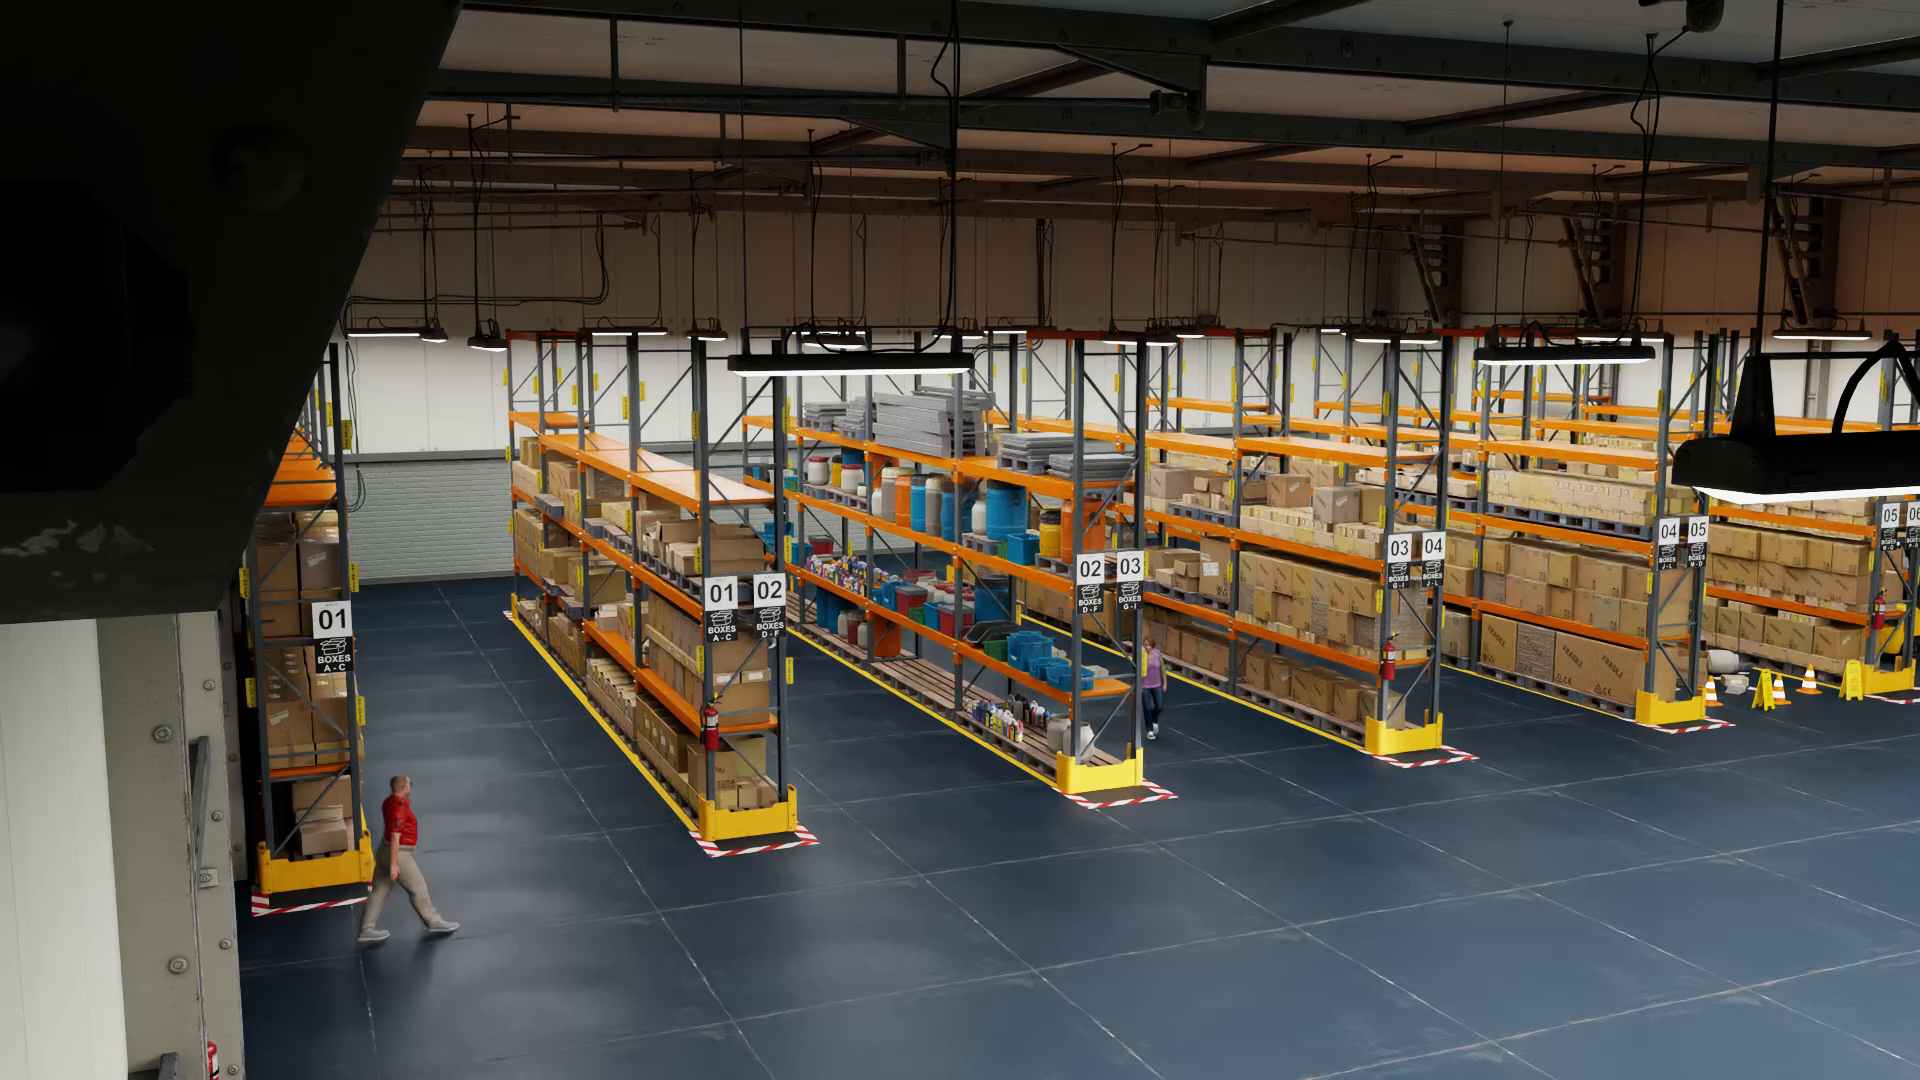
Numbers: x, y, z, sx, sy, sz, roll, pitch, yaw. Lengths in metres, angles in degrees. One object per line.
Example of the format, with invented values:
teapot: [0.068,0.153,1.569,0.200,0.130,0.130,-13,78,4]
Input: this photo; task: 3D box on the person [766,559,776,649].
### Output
person: [-3.529,1.235,31.649,0.406,1.736,0.481,4,9,30]

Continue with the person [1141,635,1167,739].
person: [2.843,2.186,24.864,0.498,1.579,0.455,0,8,-2]

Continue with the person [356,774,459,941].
person: [-5.658,3.193,16.884,0.977,1.665,0.582,-6,10,-37]
